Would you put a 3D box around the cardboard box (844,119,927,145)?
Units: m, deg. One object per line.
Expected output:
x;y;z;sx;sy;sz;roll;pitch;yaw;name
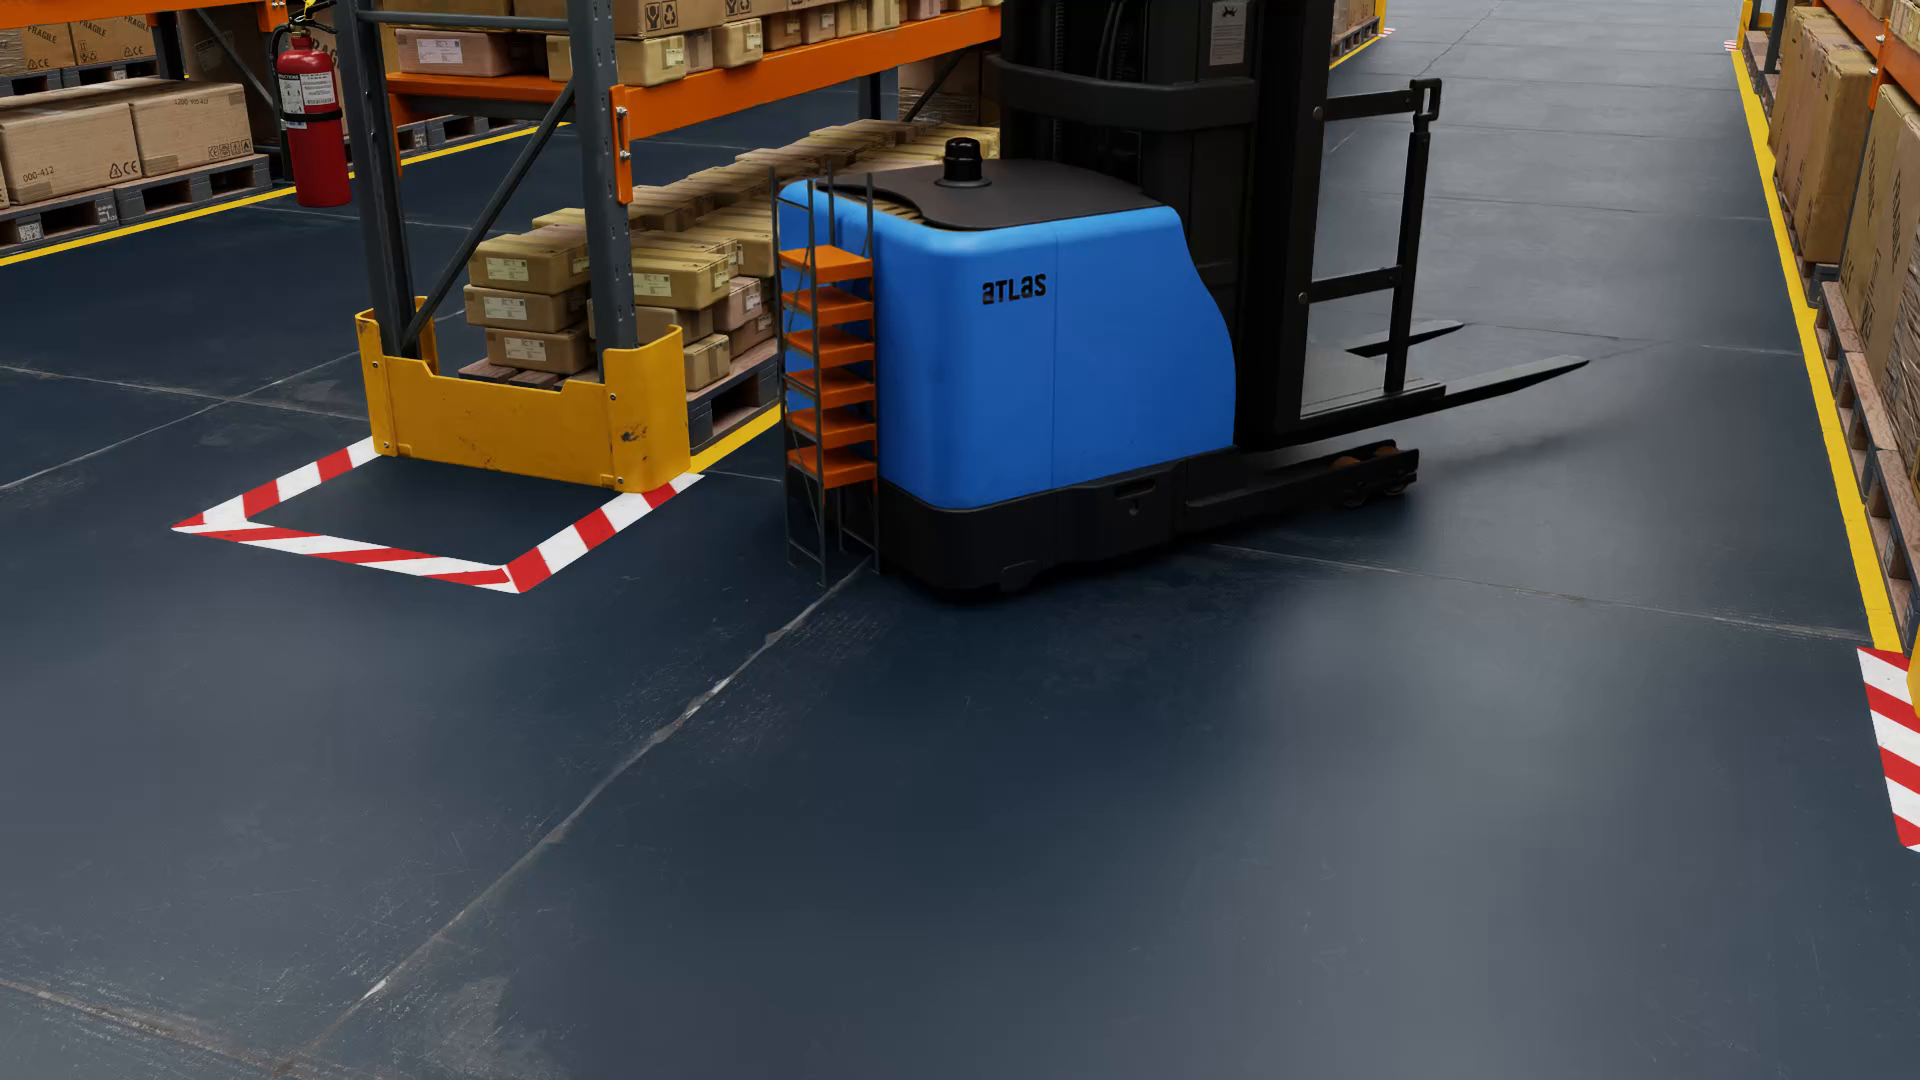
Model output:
-0.400;-2.142;8.868;0.380;0.149;0.250;10;25;22;cardboard box

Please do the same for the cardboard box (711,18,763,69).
-0.935;-1.790;5.969;0.380;0.149;0.250;8;24;19;cardboard box

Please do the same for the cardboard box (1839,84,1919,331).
4.169;-1.325;6.742;0.875;0.875;0.875;9;24;20;cardboard box

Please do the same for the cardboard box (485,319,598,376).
-1.563;-0.748;6.302;0.380;0.149;0.250;9;24;21;cardboard box

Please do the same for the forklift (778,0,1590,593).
0.941;-1.617;5.318;3.031;2.935;1.130;-14;27;-30;forklift

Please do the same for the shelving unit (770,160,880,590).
-0.384;-0.464;4.804;0.189;1.200;0.258;-14;27;-30;shelving unit

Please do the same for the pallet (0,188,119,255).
-5.520;-1.769;9.212;1.003;0.211;1.213;9;24;20;pallet

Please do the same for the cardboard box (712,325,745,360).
-1.052;-0.776;6.371;0.380;0.149;0.250;9;24;20;cardboard box

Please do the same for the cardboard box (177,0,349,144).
-4.557;-3.202;11.235;0.875;0.875;0.875;10;25;22;cardboard box

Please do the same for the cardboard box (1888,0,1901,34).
4.069;-2.162;6.860;0.380;0.149;0.250;9;24;20;cardboard box

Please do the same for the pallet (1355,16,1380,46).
4.154;-5.793;18.844;1.003;0.211;1.213;9;24;20;pallet

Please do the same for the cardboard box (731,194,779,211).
-0.725;-1.329;6.922;0.380;0.149;0.250;10;25;22;cardboard box

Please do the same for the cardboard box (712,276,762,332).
-0.978;-0.907;6.298;0.380;0.149;0.250;9;24;20;cardboard box

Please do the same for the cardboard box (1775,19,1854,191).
5.360;-2.419;9.362;1.225;0.875;0.875;9;24;20;cardboard box

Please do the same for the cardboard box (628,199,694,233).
-1.324;-1.306;6.866;0.380;0.149;0.250;8;24;18;cardboard box

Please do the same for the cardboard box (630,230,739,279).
-1.064;-1.059;6.275;0.380;0.149;0.250;9;24;21;cardboard box

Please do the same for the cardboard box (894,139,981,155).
-0.114;-1.884;8.250;0.380;0.149;0.250;9;24;20;cardboard box

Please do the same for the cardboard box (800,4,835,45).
-0.724;-2.080;6.664;0.380;0.149;0.250;8;24;19;cardboard box

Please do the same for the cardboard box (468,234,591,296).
-1.604;-1.030;6.205;0.380;0.149;0.250;9;24;21;cardboard box

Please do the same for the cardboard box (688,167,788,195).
-1.004;-1.586;7.538;0.380;0.149;0.250;9;24;20;cardboard box

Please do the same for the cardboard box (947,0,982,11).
-0.118;-2.636;7.995;0.380;0.149;0.250;10;25;22;cardboard box

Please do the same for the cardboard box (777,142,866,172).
-0.681;-1.858;8.187;0.380;0.149;0.250;8;24;19;cardboard box

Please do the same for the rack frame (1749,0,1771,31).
8.946;-6.630;17.232;1.000;3.000;0.127;9;24;20;rack frame

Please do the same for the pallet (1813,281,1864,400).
4.133;-0.789;6.864;1.003;0.211;1.213;9;24;20;pallet

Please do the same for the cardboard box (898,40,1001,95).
-0.038;-2.772;9.719;0.500;0.250;0.500;8;24;19;cardboard box

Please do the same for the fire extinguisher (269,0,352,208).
-2.087;-1.419;5.340;0.296;0.674;0.183;9;24;20;fire extinguisher

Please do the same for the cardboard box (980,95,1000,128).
0.441;-2.349;9.681;0.500;0.500;0.500;10;25;22;cardboard box

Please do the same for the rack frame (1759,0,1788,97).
7.460;-5.199;13.805;1.000;3.000;0.127;9;24;20;rack frame

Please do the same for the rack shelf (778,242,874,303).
-0.384;-0.755;4.682;0.180;0.103;0.258;-14;27;-30;rack shelf

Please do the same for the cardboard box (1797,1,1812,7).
7.851;-4.583;15.028;0.500;0.500;0.500;18;29;37;cardboard box

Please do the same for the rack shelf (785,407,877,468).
-0.384;-0.312;4.867;0.180;0.103;0.258;-14;27;-30;rack shelf

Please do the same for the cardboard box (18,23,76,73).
-8.182;-4.389;14.563;0.500;0.500;0.500;10;25;22;cardboard box

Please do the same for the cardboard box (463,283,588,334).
-1.634;-0.896;6.272;0.380;0.149;0.250;8;24;19;cardboard box

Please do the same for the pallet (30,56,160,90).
-8.149;-4.347;15.384;1.003;0.211;1.213;9;24;20;pallet

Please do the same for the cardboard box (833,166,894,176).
-0.386;-1.593;7.555;0.380;0.149;0.250;8;24;18;cardboard box

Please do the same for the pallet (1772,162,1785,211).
5.611;-2.210;10.266;1.003;0.211;1.213;9;24;20;pallet

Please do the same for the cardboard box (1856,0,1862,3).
4.786;-2.953;8.298;0.500;0.500;0.500;8;24;19;cardboard box

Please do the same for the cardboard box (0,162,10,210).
-5.714;-1.914;8.721;0.875;0.438;0.875;9;24;21;cardboard box

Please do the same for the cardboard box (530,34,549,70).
-1.579;-1.776;5.936;0.380;0.149;0.250;9;24;20;cardboard box

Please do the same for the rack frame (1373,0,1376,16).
4.378;-7.377;19.019;1.000;3.000;0.127;9;24;20;rack frame

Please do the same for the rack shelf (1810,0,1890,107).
5.231;-2.720;8.803;1.077;0.370;4.000;9;24;20;rack shelf

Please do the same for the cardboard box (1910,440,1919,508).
3.166;-0.359;4.429;0.875;0.875;0.875;9;24;20;cardboard box

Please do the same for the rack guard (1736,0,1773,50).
8.917;-5.450;17.649;1.175;0.500;0.348;9;24;20;rack guard

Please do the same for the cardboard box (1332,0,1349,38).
3.522;-5.697;17.209;0.875;0.875;0.875;9;24;20;cardboard box

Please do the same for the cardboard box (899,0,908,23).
-0.453;-2.362;7.340;0.380;0.149;0.250;8;24;19;cardboard box

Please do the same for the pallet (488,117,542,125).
-3.590;-3.628;13.663;1.003;0.211;1.213;9;24;20;pallet

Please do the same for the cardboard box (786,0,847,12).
-0.773;-2.324;6.407;0.500;0.500;0.500;9;24;21;cardboard box

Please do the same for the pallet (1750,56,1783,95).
7.676;-4.158;14.930;1.003;0.211;1.213;9;24;20;pallet

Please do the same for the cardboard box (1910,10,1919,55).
3.778;-1.879;6.184;0.380;0.149;0.250;8;24;19;cardboard box

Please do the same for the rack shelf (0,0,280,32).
-5.456;-2.707;8.773;1.077;0.370;4.000;9;24;20;rack shelf
